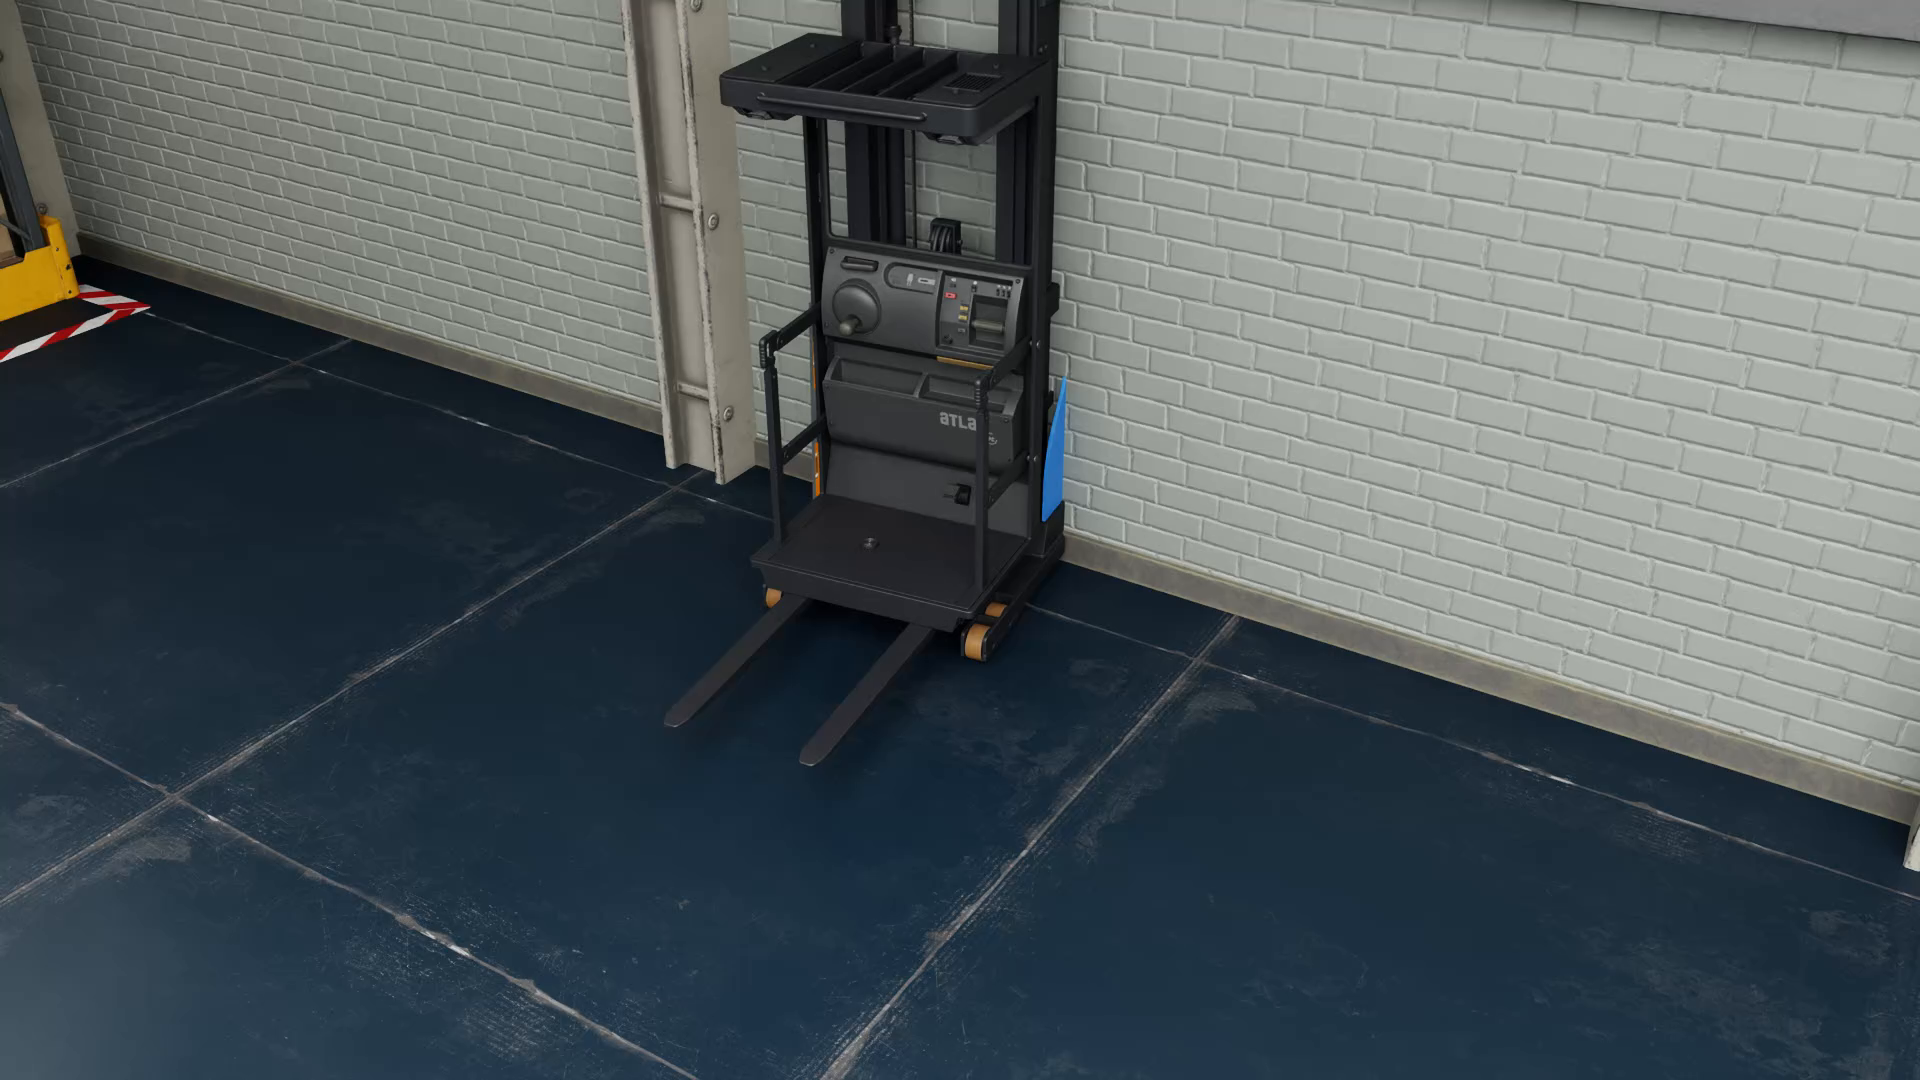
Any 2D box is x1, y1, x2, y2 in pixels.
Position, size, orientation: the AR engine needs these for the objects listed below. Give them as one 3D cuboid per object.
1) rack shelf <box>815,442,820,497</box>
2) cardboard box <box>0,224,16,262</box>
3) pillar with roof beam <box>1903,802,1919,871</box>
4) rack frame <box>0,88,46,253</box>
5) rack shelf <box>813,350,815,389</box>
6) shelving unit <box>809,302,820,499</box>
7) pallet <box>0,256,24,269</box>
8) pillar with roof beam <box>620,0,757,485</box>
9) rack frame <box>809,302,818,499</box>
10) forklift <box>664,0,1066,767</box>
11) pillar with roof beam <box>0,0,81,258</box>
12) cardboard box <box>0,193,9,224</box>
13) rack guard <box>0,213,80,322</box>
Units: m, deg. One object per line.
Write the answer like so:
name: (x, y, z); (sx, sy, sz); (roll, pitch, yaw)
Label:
rack shelf: (-0.135, -0.340, 8.050); (1.000, 0.278, 0.538); (7, 16, 23)
cardboard box: (-6.614, -1.949, 10.926); (0.500, 0.250, 0.500); (18, 35, 28)
pillar with roof beam: (1.462, -0.851, 0.778); (0.400, 9.000, 9.100); (18, 35, 27)
rack frame: (-6.302, -2.740, 9.970); (0.127, 3.000, 1.000); (18, 35, 27)
rack shelf: (-0.134, -0.859, 7.911); (1.000, 0.278, 0.538); (7, 16, 23)
shelving unit: (-0.135, -0.576, 7.987); (1.048, 1.125, 0.538); (7, 16, 23)
pallet: (-6.972, -1.723, 10.994); (1.213, 0.211, 1.003); (18, 35, 27)
pillar with roof beam: (-3.620, -2.458, 3.533); (0.400, 9.000, 9.100); (18, 35, 27)
rack frame: (-0.598, -0.631, 8.188); (0.032, 1.125, 0.500); (7, 16, 23)
forklift: (-0.253, -0.978, 7.018); (1.130, 2.935, 3.031); (13, 33, 20)
pillar with roof beam: (-8.701, -4.065, 6.288); (0.400, 9.000, 9.100); (18, 35, 27)
cardboard box: (-6.590, -2.165, 10.799); (0.500, 0.250, 0.500); (18, 35, 28)
rack guard: (-6.282, -1.654, 10.589); (0.348, 0.500, 1.175); (18, 35, 27)
